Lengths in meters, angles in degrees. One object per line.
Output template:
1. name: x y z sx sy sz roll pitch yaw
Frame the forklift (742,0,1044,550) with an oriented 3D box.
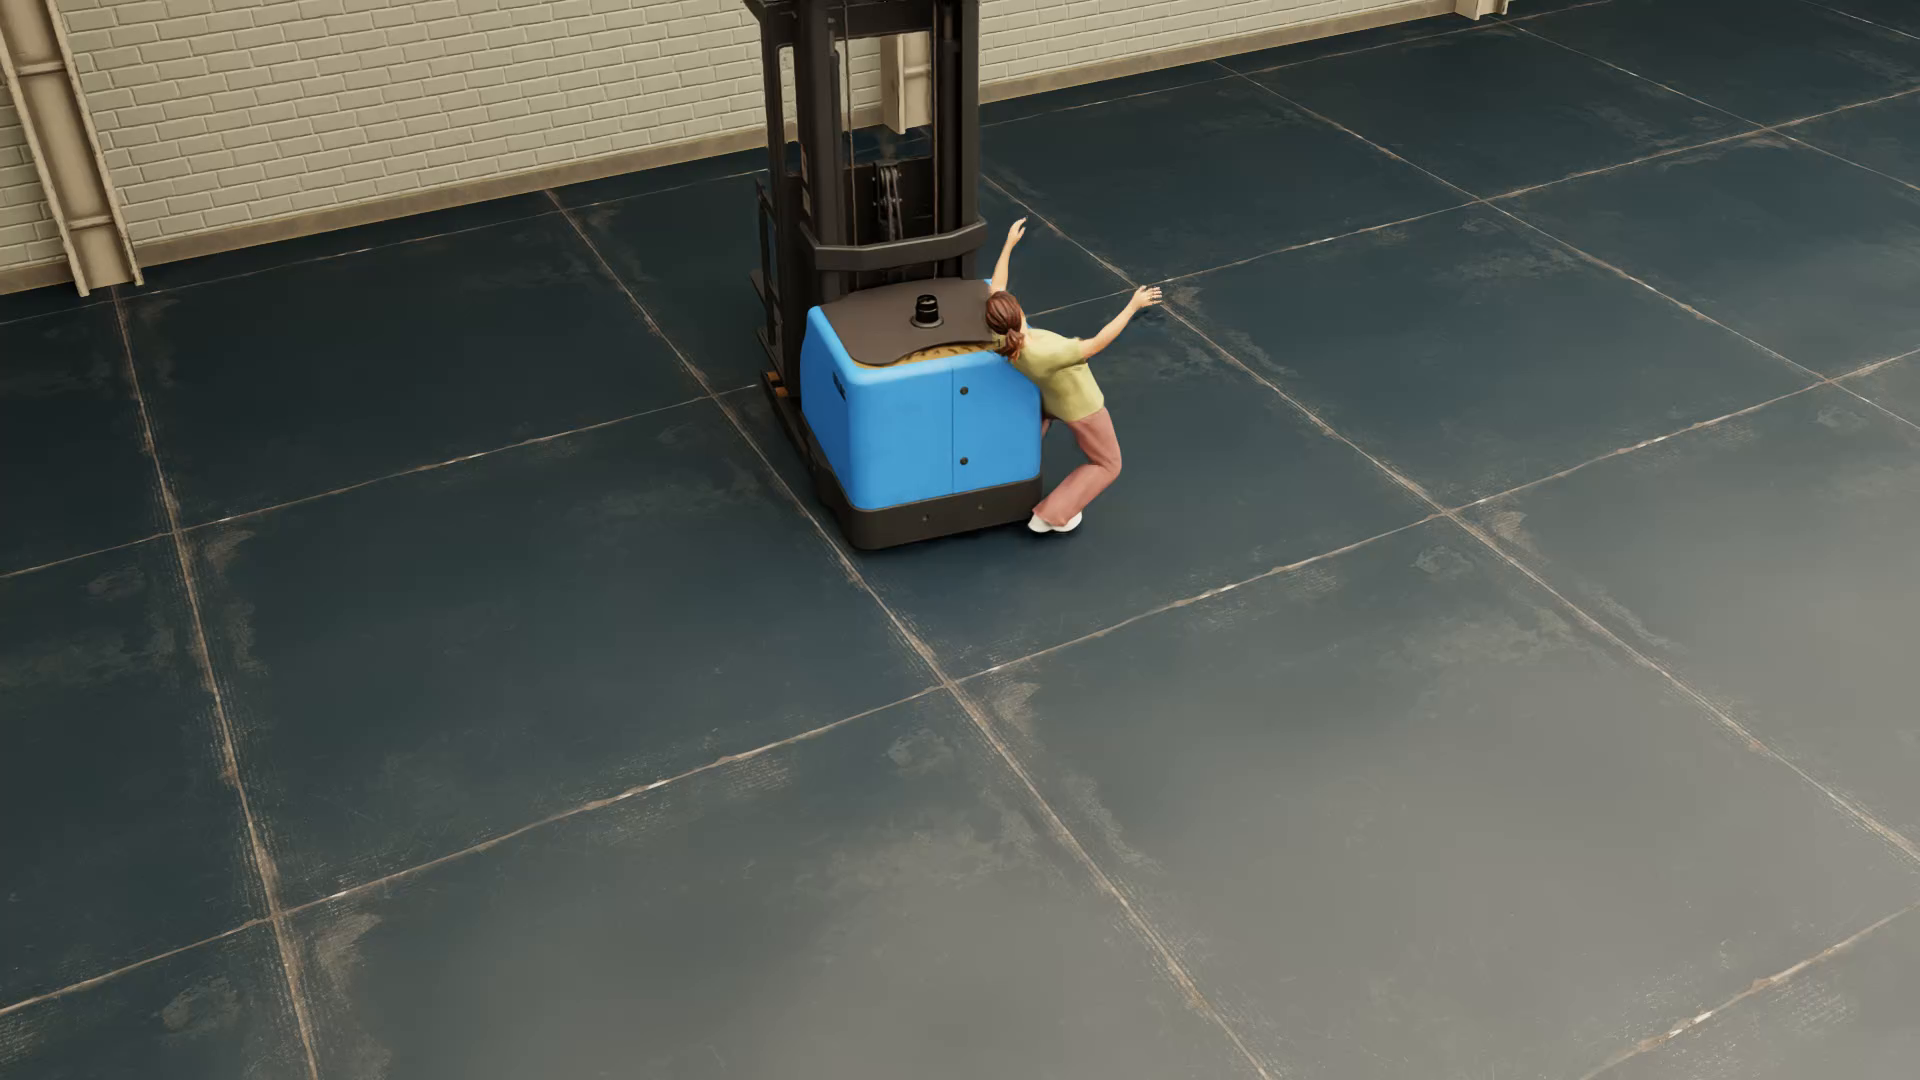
1. forklift: -0.535 -1.995 8.945 1.130 2.935 3.031 -11 37 -16

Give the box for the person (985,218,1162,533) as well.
1. person: 0.468 -0.727 8.331 0.692 1.546 0.900 -28 44 -33
